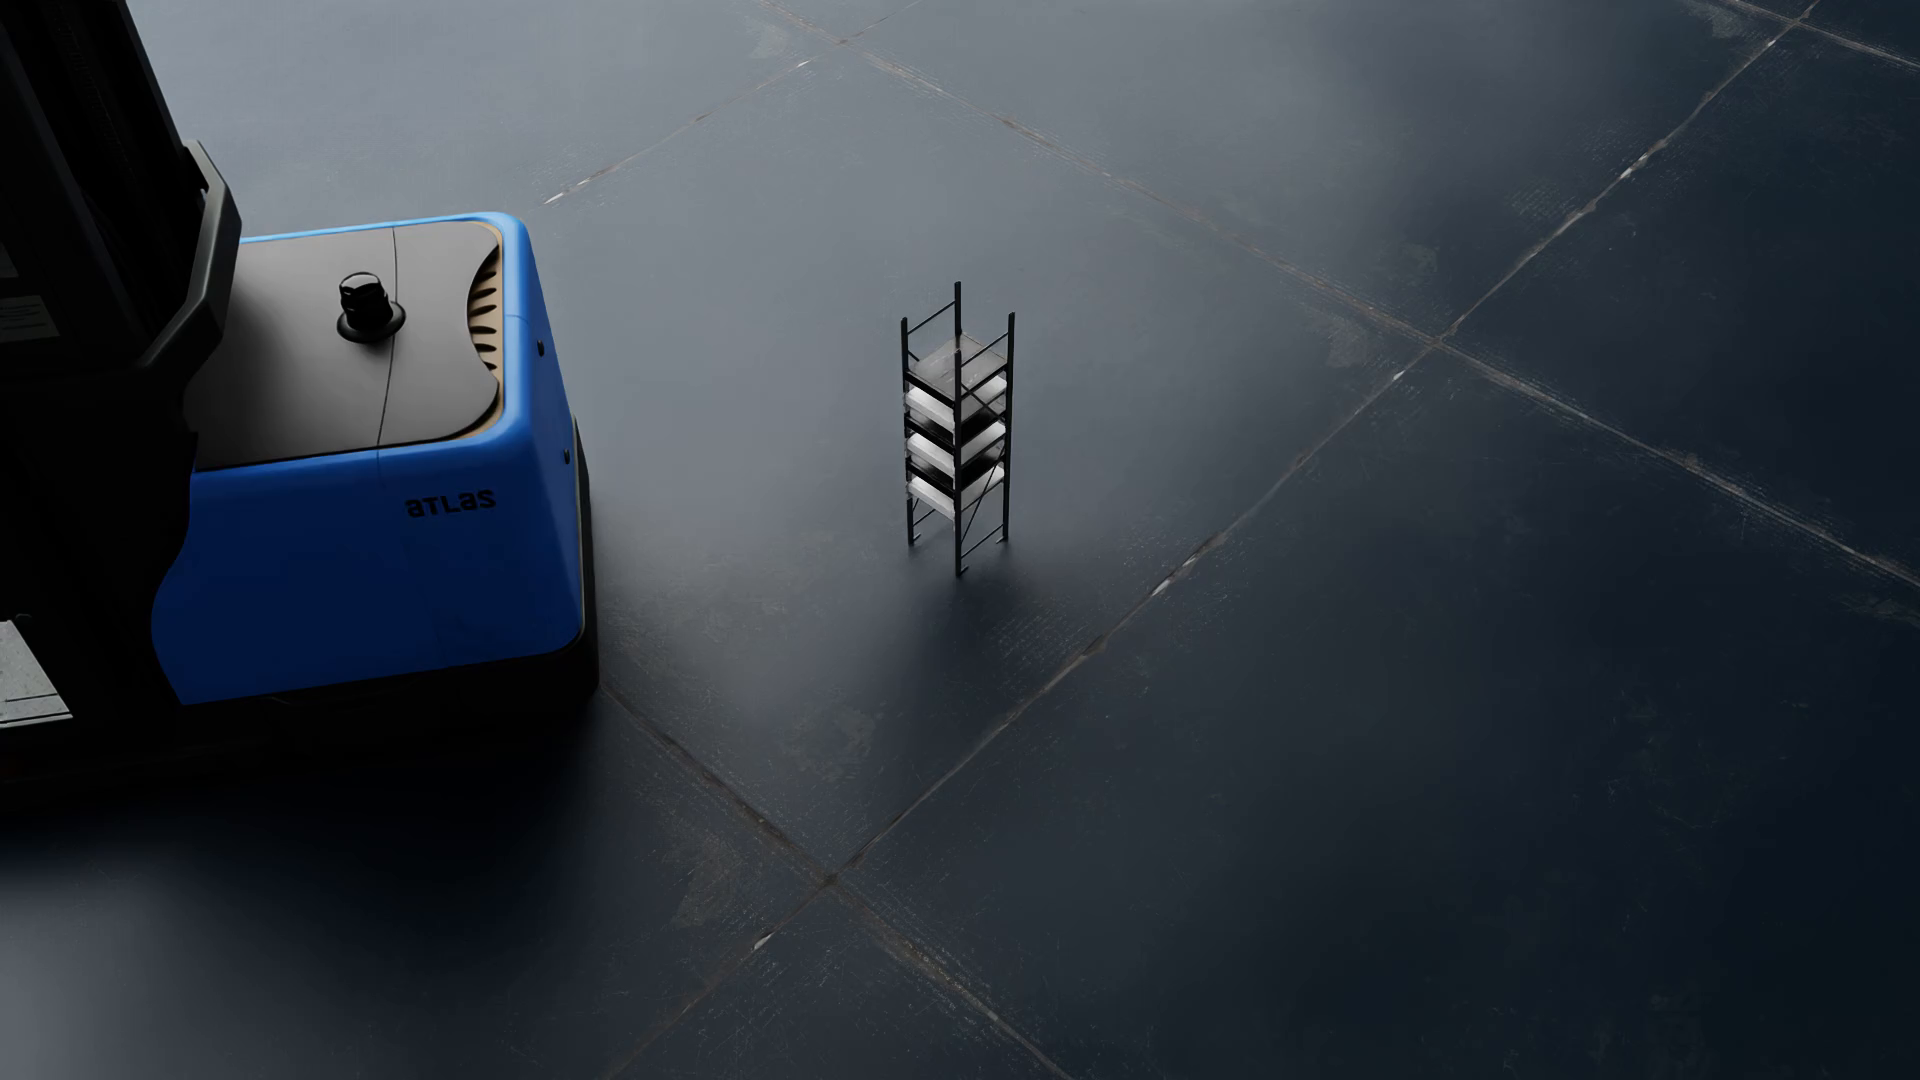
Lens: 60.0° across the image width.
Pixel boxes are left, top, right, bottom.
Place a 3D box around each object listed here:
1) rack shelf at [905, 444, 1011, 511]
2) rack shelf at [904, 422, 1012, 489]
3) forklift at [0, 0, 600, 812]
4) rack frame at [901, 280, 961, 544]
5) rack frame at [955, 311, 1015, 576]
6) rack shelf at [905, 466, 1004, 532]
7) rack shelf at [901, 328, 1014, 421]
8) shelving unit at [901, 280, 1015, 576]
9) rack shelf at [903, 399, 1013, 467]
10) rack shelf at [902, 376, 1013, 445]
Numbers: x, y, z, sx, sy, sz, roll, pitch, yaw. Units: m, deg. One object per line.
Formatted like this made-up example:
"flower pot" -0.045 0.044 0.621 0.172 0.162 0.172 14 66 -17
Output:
"rack shelf" -0.006 -0.228 5.016 0.200 0.077 0.258 34 55 28
"rack shelf" -0.006 -0.289 4.950 0.200 0.077 0.258 34 55 28
"forklift" -2.603 -0.654 3.853 3.031 2.935 1.130 -8 47 -7
"rack frame" -0.081 -0.362 4.973 0.006 0.900 0.240 34 55 28
"rack frame" 0.069 -0.262 4.879 0.006 0.900 0.240 34 55 28
"rack shelf" -0.006 -0.166 5.081 0.200 0.077 0.258 34 55 28
"rack shelf" -0.006 -0.474 4.753 0.200 0.077 0.258 34 55 28
"shelving unit" -0.006 -0.312 4.926 0.210 0.900 0.258 34 55 28
"rack shelf" -0.006 -0.351 4.884 0.200 0.077 0.258 34 55 28
"rack shelf" -0.006 -0.412 4.819 0.200 0.077 0.258 34 55 28
